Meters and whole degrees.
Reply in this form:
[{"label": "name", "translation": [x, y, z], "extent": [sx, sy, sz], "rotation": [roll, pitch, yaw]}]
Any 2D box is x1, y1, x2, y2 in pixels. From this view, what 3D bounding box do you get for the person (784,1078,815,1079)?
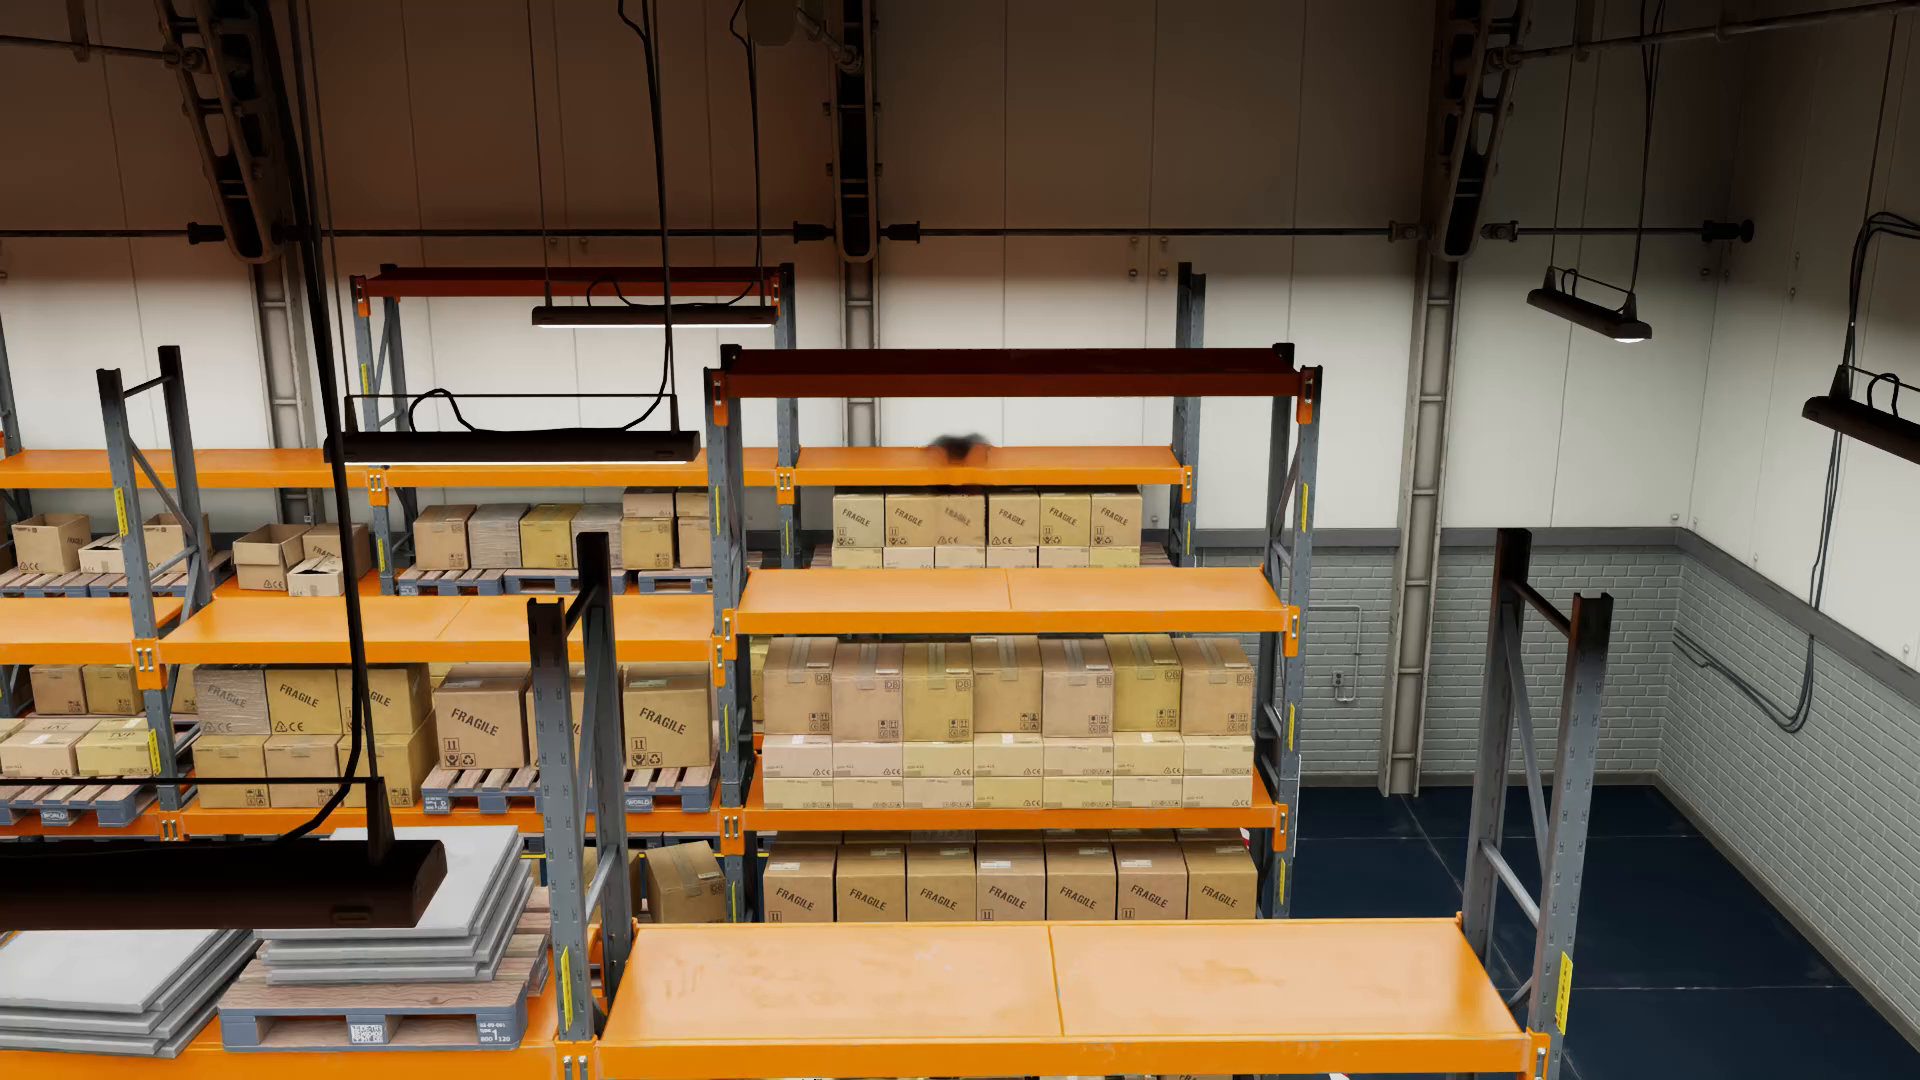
[{"label": "person", "translation": [-1.045, 4.205, 10.928], "extent": [0.618, 1.795, 0.479], "rotation": [7, 17, 22]}]
